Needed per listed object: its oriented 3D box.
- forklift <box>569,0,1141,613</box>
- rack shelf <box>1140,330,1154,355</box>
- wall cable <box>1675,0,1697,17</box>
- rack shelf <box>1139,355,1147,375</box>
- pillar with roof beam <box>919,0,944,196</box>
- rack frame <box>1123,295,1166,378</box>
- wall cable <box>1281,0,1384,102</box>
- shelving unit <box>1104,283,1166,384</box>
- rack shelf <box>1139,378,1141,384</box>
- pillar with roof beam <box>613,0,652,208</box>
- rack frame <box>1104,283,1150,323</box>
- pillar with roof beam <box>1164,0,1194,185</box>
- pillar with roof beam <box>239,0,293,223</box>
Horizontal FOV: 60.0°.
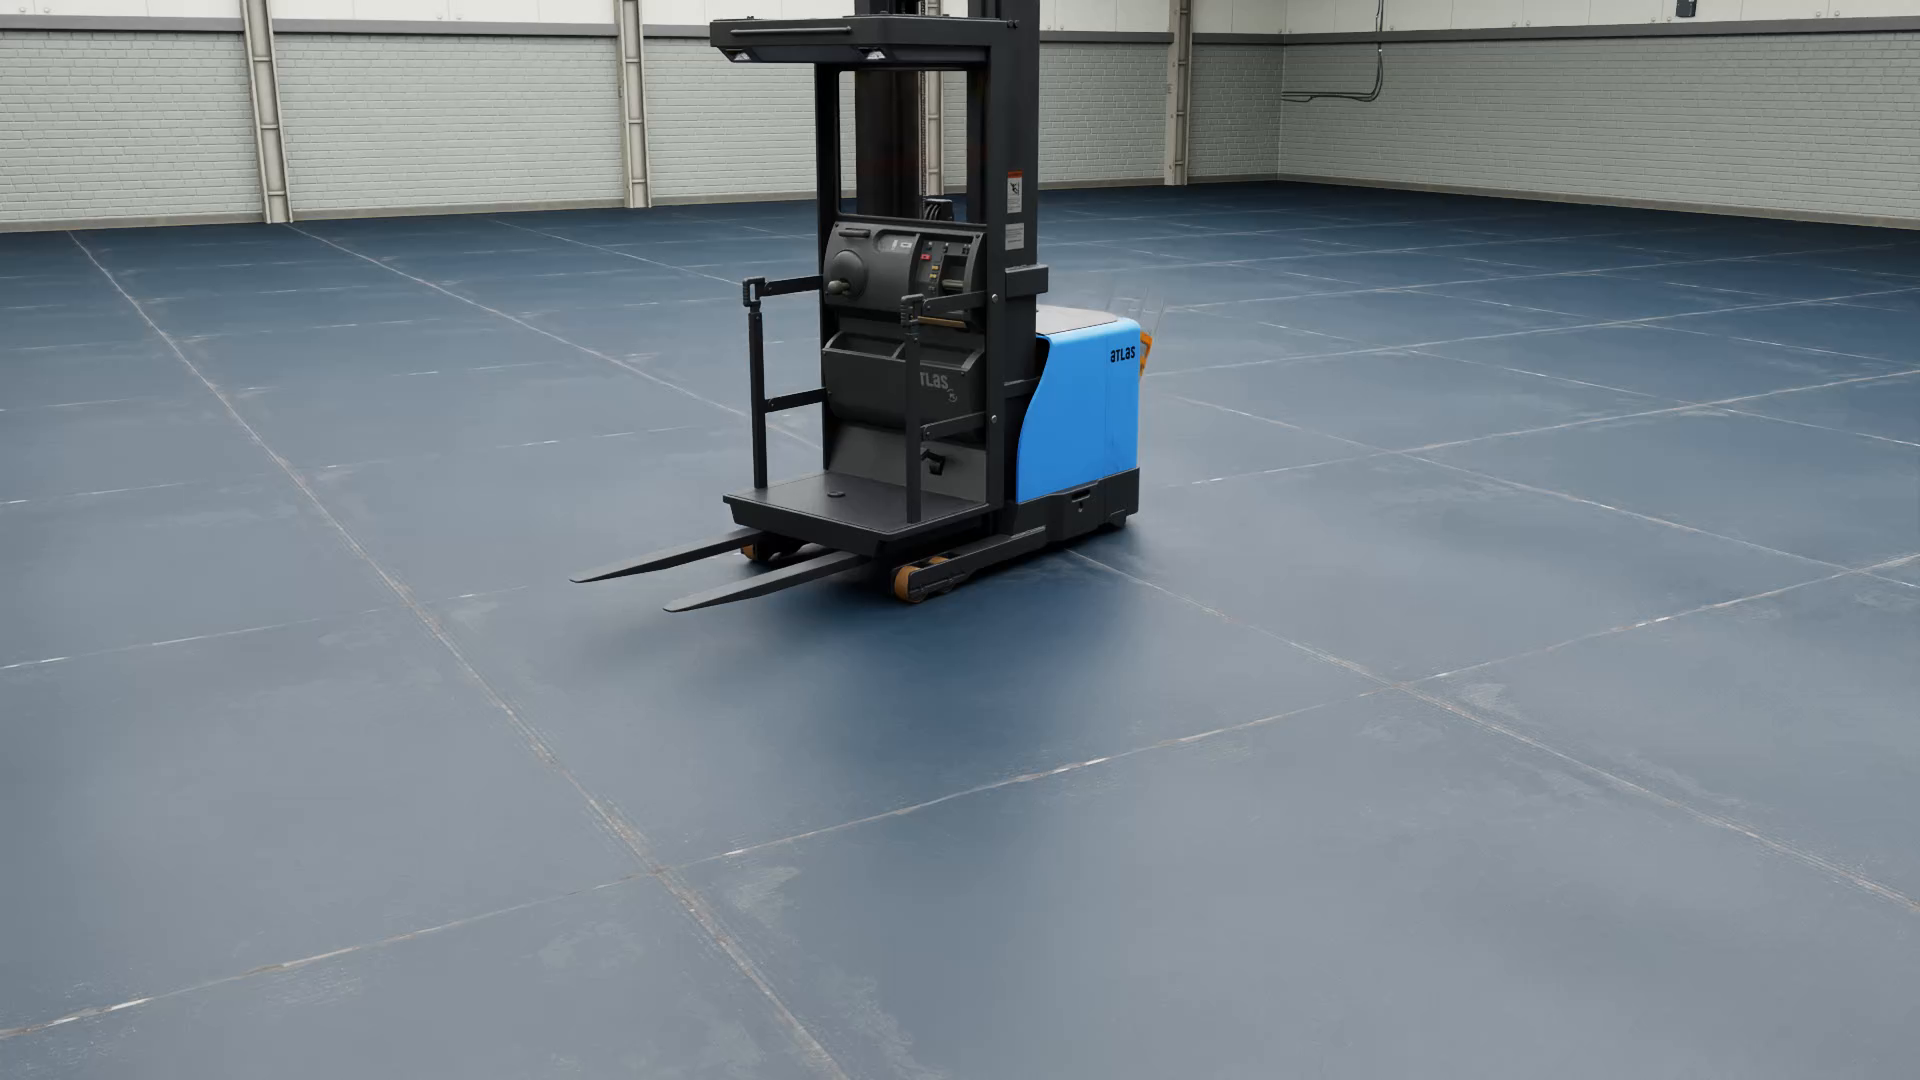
[{"bbox_3d":[-0.408,-1.283,7.557,1.130,2.935,3.031,13,20,39],"label":"forklift"},{"bbox_3d":[0.915,-1.119,9.232,0.258,0.103,0.180,13,-7,39],"label":"rack shelf"},{"bbox_3d":[12.664,-11.440,26.247,0.169,6.003,2.305,-9,18,-30],"label":"wall cable"},{"bbox_3d":[0.878,-1.005,9.220,0.258,0.103,0.180,13,-7,39],"label":"rack shelf"},{"bbox_3d":[1.656,-10.067,27.651,0.400,9.000,9.100,-9,18,-30],"label":"pillar with roof beam"},{"bbox_3d":[0.872,-0.796,9.271,0.240,1.200,0.006,13,-7,39],"label":"rack frame"},{"bbox_3d":[7.789,-10.506,34.969,0.112,2.526,3.097,-9,18,-30],"label":"wall cable"},{"bbox_3d":[0.819,-0.820,9.200,0.258,1.200,0.189,13,-7,39],"label":"shelving unit"},{"bbox_3d":[0.842,-0.892,9.208,0.258,0.103,0.180,13,-7,39],"label":"rack shelf"},{"bbox_3d":[-3.487,-9.233,24.676,0.400,9.000,9.100,-9,18,-30],"label":"pillar with roof beam"},{"bbox_3d":[0.767,-0.844,9.129,0.240,1.200,0.006,13,-7,39],"label":"rack frame"},{"bbox_3d":[6.799,-10.901,30.627,0.400,9.000,9.100,-9,18,-30],"label":"pillar with roof beam"},{"bbox_3d":[-8.630,-8.399,21.701,0.400,9.000,9.100,-9,18,-30],"label":"pillar with roof beam"}]
